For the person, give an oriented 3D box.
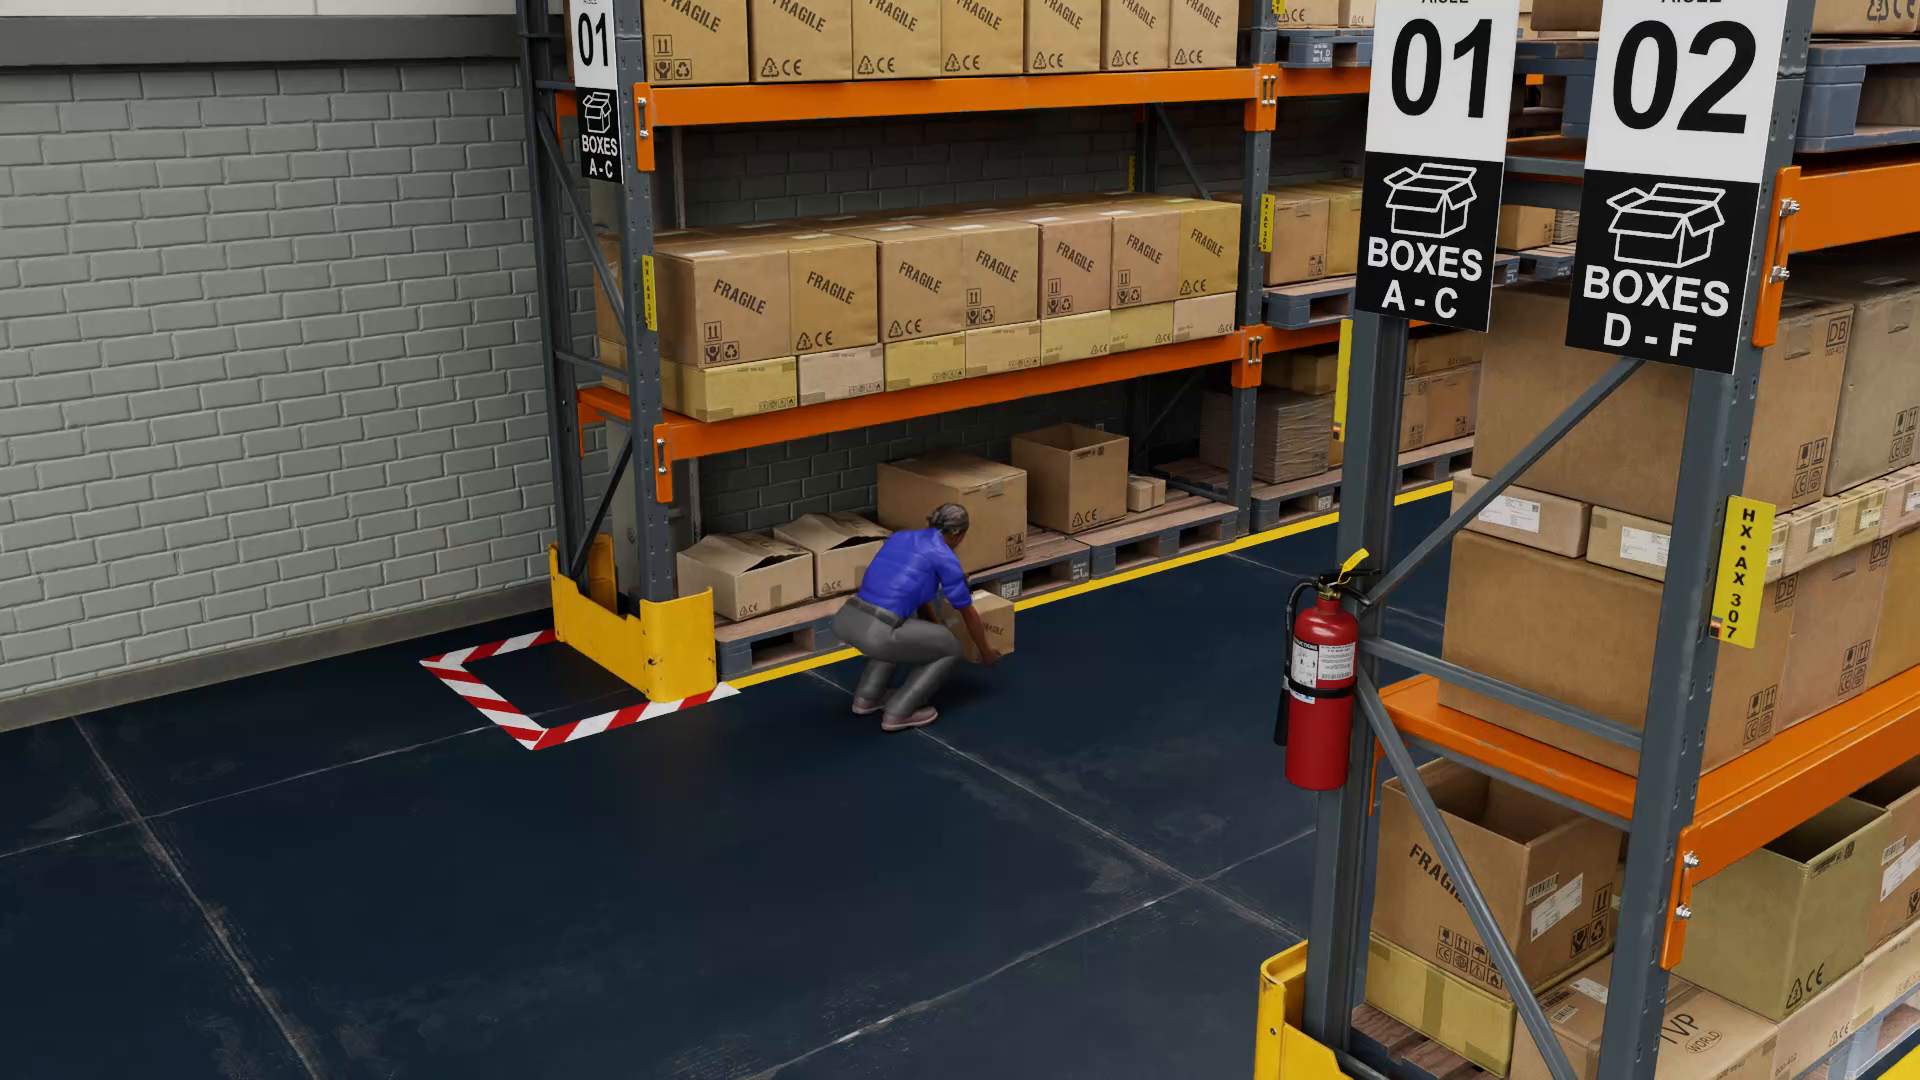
[{"bbox_3d":[-0.215,0.341,7.676,0.821,0.946,0.484,-14,22,-36],"label":"person"}]
